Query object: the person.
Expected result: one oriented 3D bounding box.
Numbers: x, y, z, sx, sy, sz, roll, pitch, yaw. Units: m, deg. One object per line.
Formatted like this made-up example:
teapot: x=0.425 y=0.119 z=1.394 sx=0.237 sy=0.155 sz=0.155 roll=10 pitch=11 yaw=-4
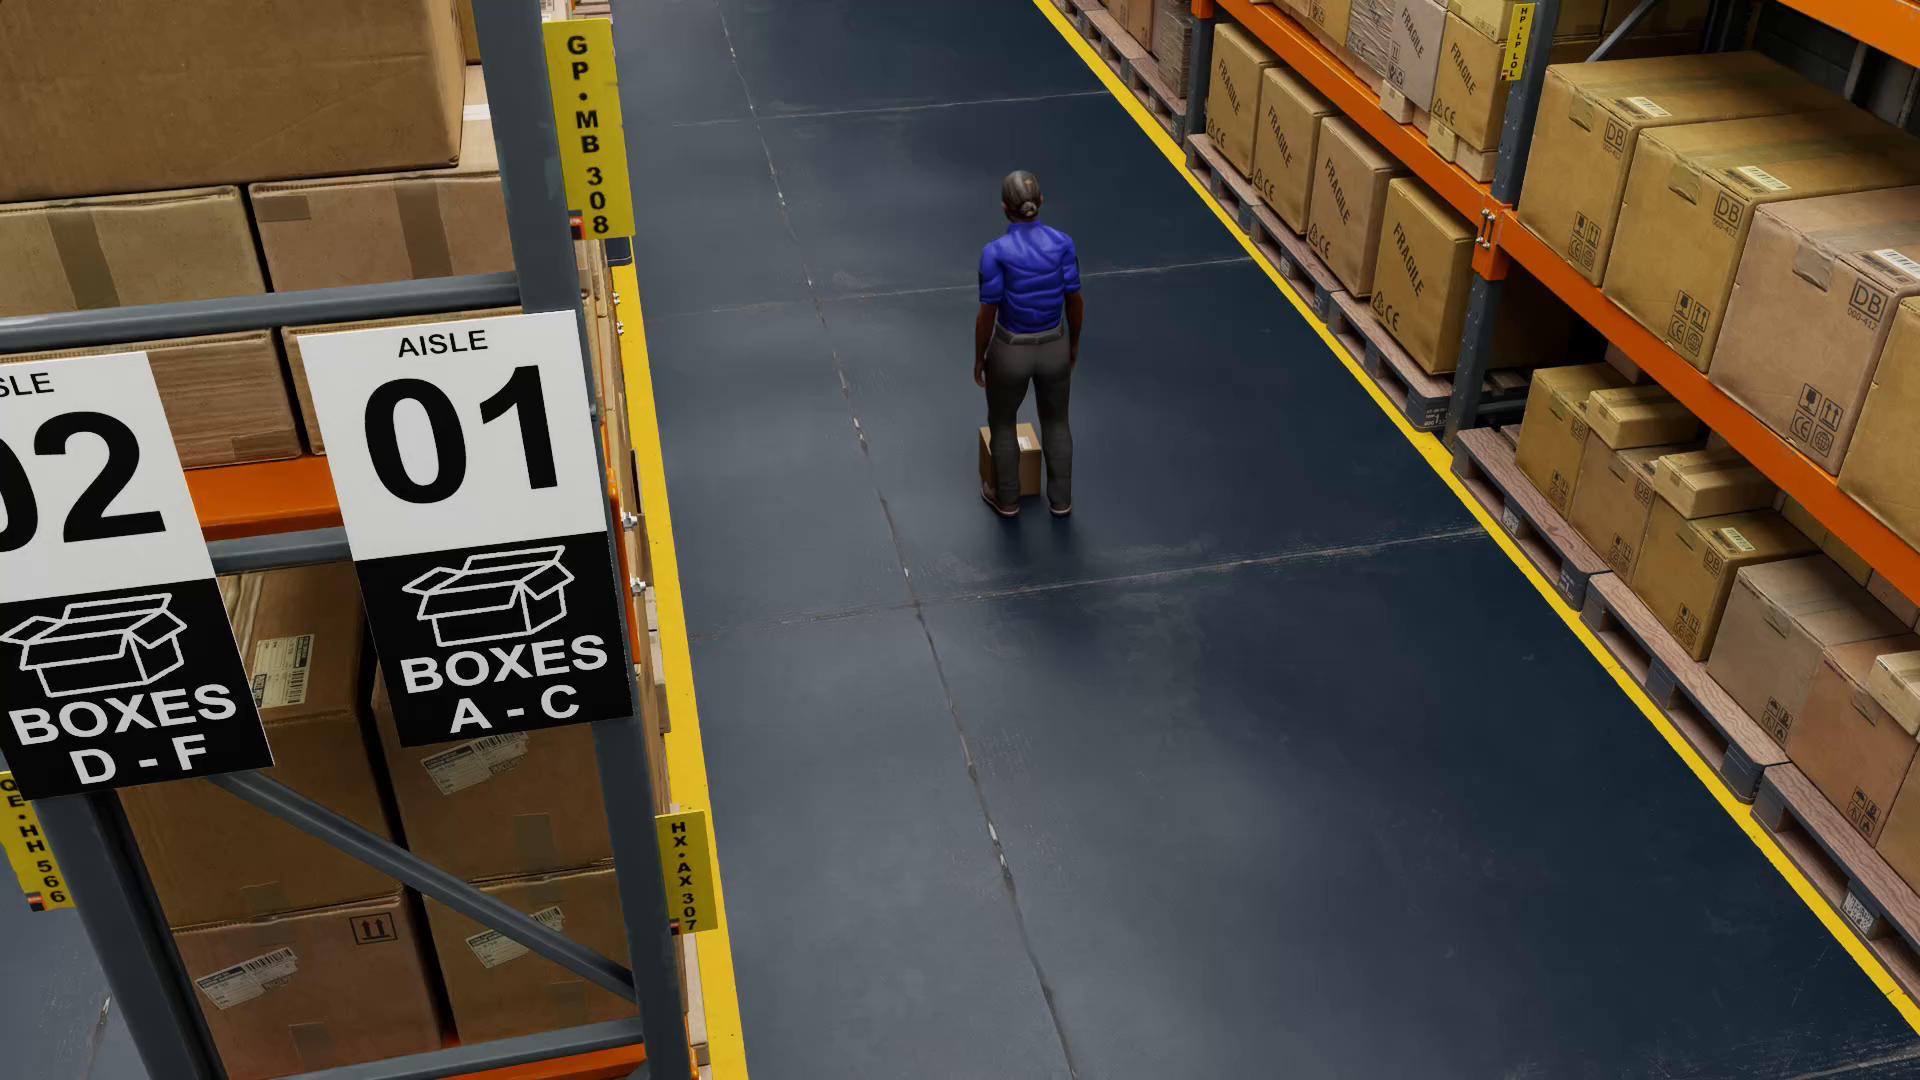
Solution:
person: x=0.290 y=-0.843 z=7.371 sx=0.532 sy=1.655 sz=0.397 roll=-9 pitch=36 yaw=-13
